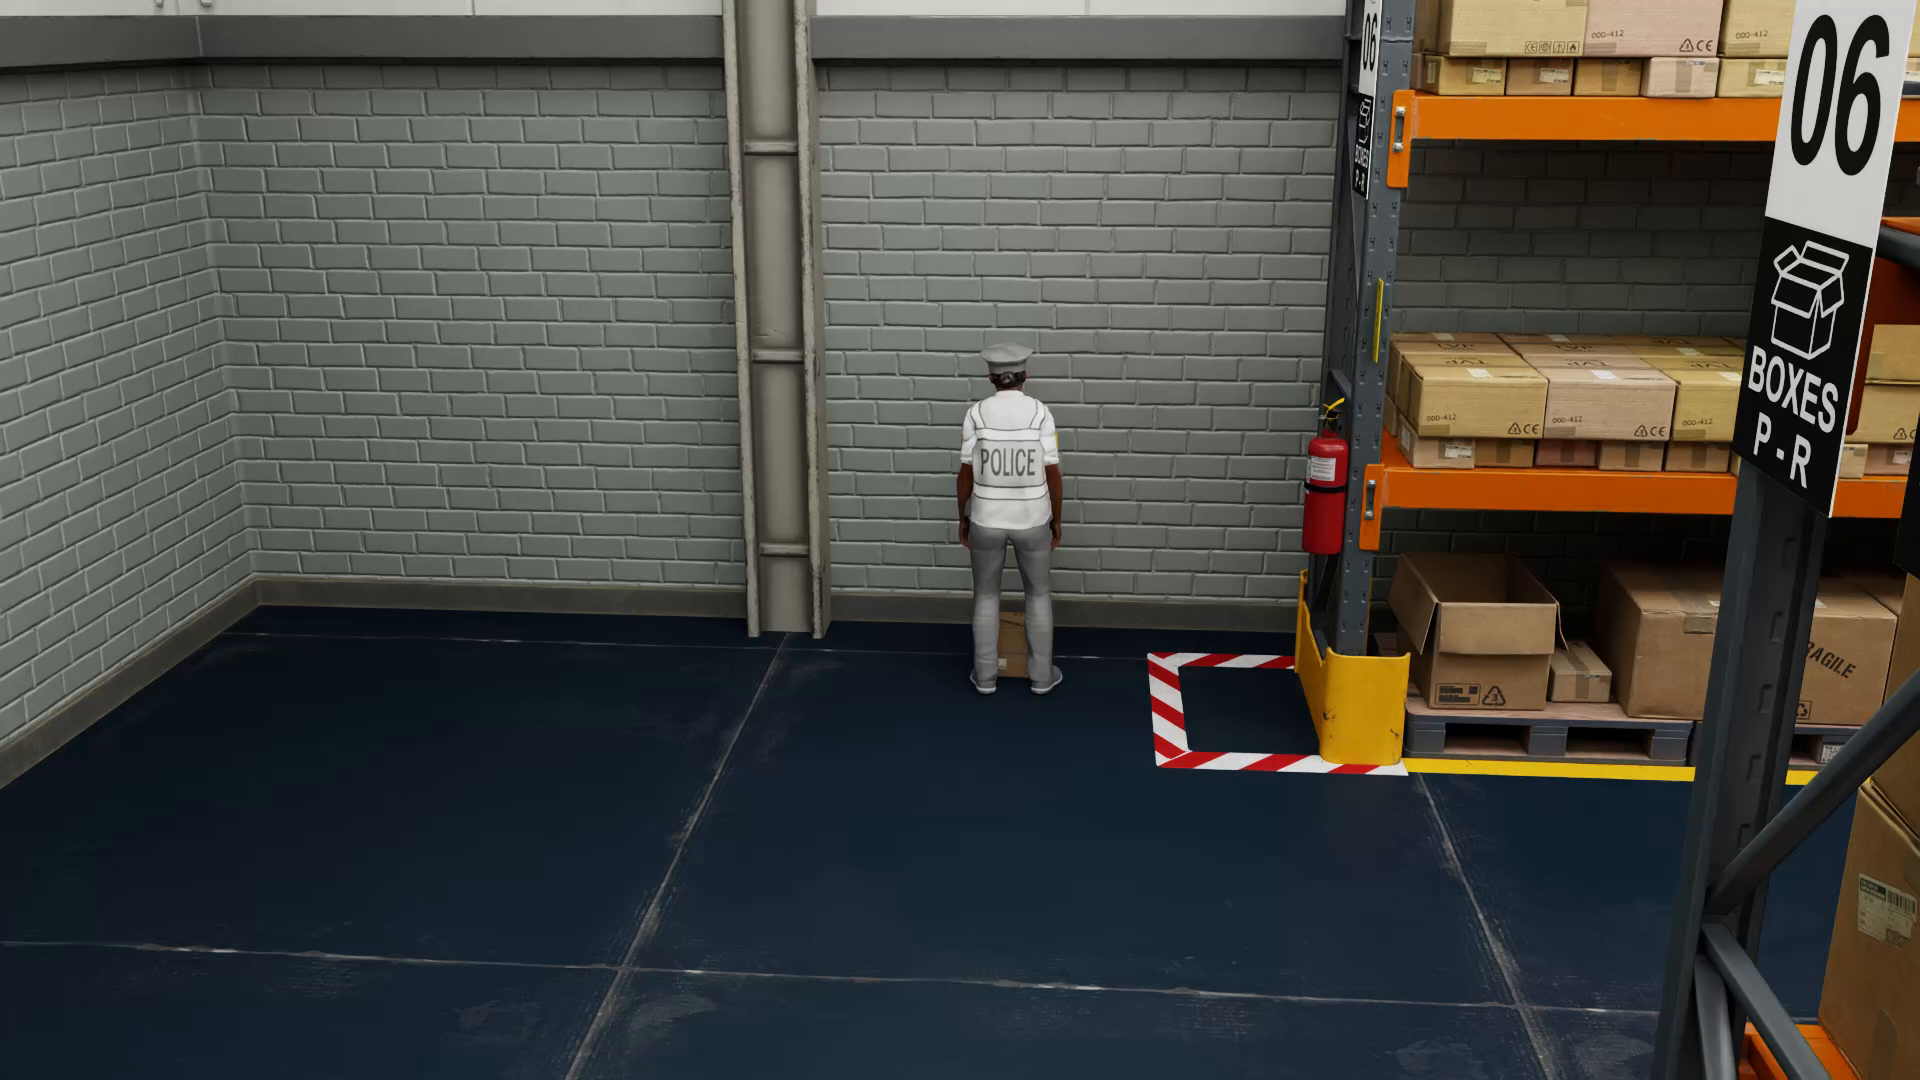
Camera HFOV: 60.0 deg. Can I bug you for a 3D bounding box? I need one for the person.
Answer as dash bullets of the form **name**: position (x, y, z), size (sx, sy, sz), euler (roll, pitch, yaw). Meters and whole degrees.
- **person**: position (0.240, -0.082, 7.809), size (0.509, 1.658, 0.396), euler (1, 18, 4)
